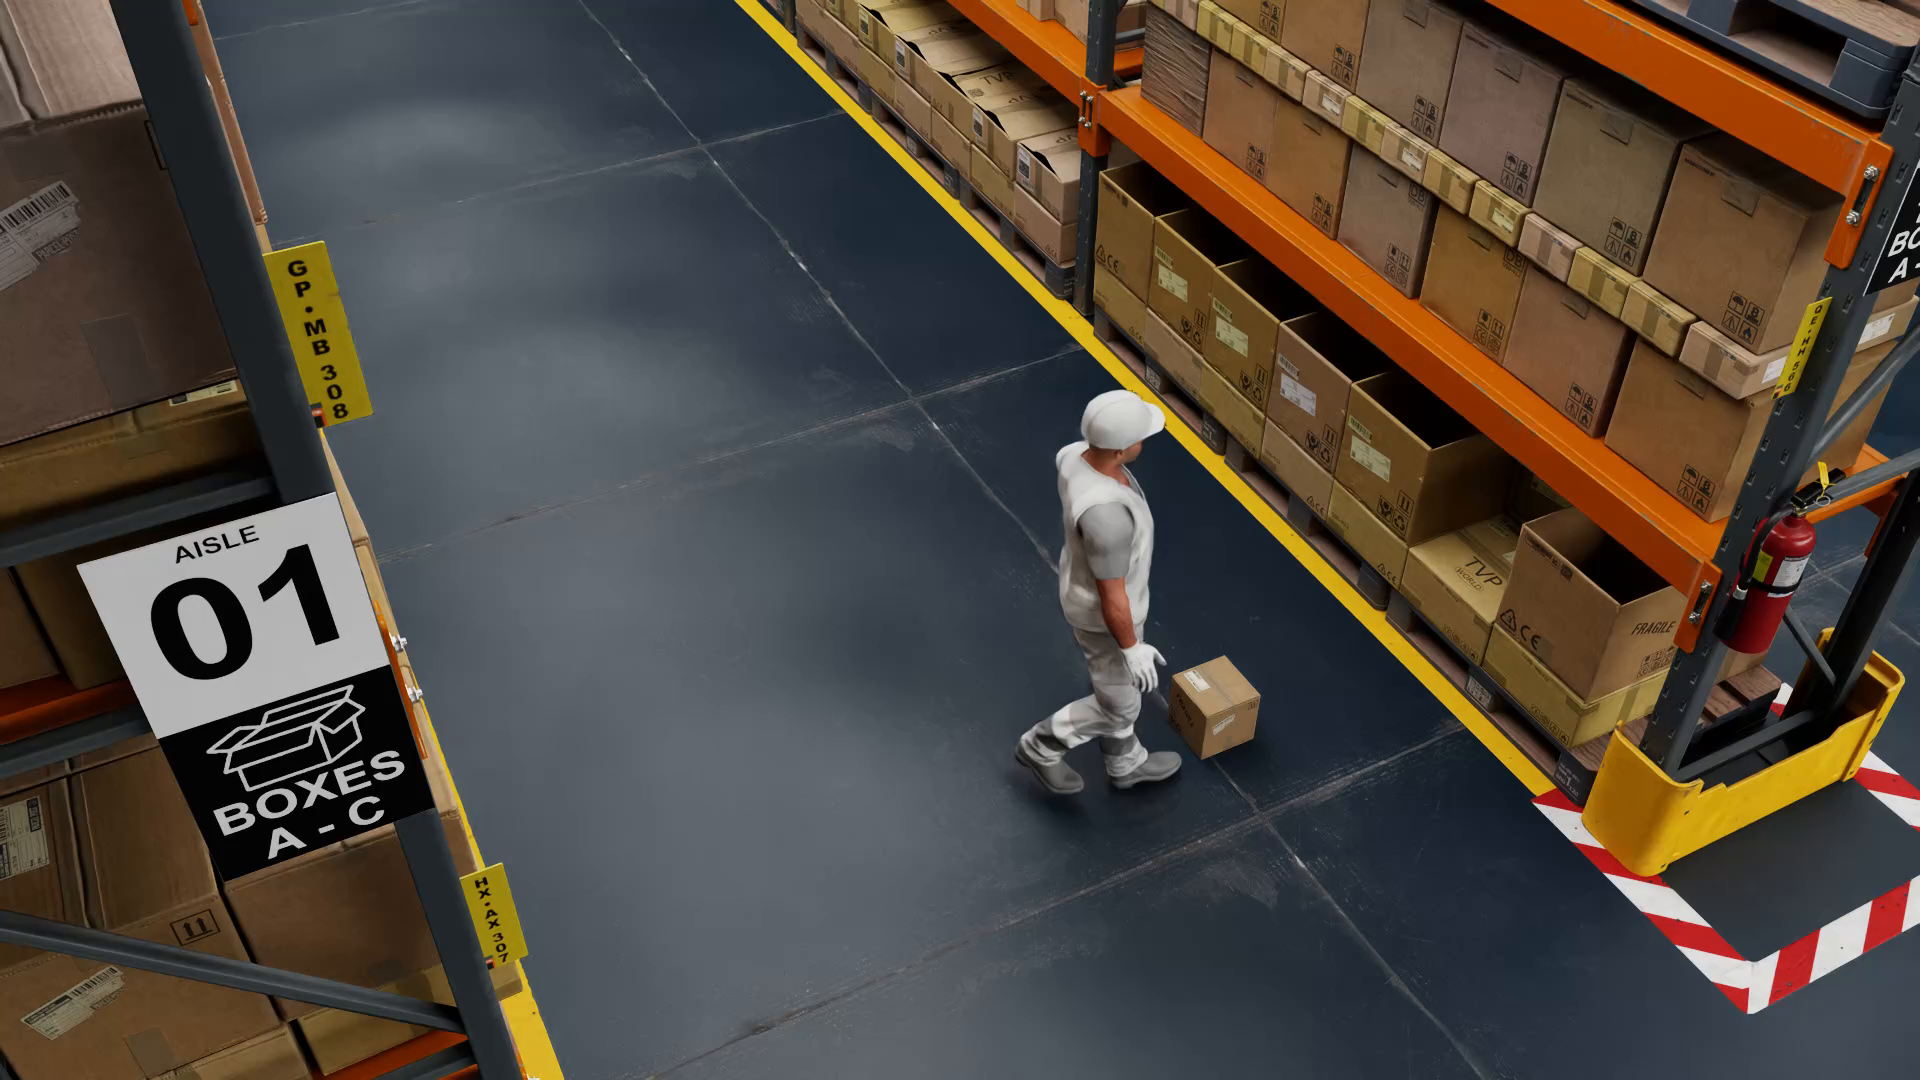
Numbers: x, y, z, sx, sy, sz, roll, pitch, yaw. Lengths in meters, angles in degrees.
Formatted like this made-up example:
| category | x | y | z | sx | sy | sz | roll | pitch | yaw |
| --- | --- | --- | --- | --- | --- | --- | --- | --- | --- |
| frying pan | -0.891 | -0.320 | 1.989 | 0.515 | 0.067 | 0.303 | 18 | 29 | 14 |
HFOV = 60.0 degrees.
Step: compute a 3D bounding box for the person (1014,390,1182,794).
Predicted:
| category | x | y | z | sx | sy | sz | roll | pitch | yaw |
| --- | --- | --- | --- | --- | --- | --- | --- | --- | --- |
| person | 0.532 | 0.243 | 5.840 | 0.656 | 1.781 | 0.618 | -1 | 41 | -1 |
